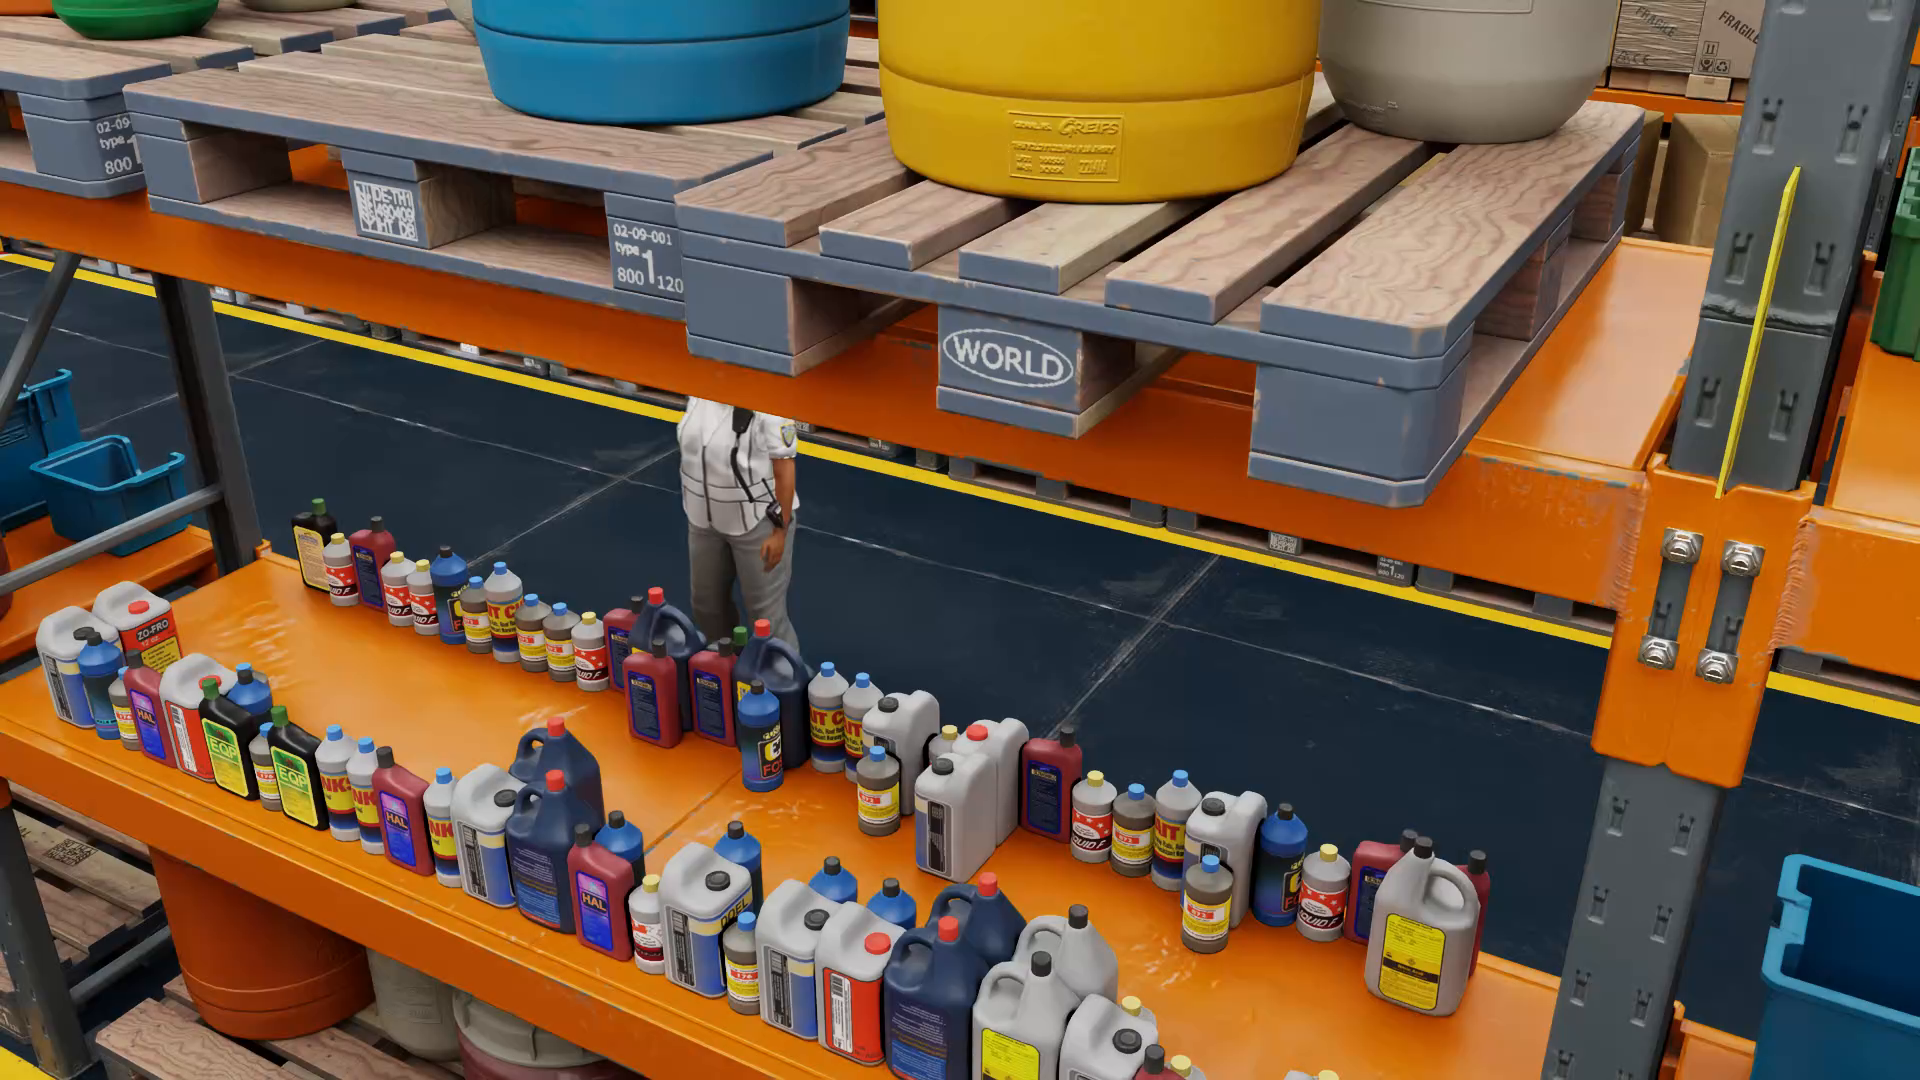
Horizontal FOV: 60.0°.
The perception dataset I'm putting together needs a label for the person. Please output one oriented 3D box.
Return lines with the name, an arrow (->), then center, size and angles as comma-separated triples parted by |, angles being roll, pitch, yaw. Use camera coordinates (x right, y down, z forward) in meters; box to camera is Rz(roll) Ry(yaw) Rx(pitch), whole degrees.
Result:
person -> -0.815, -0.063, 6.259 | 0.474, 1.653, 0.389 | 15, 30, 27
